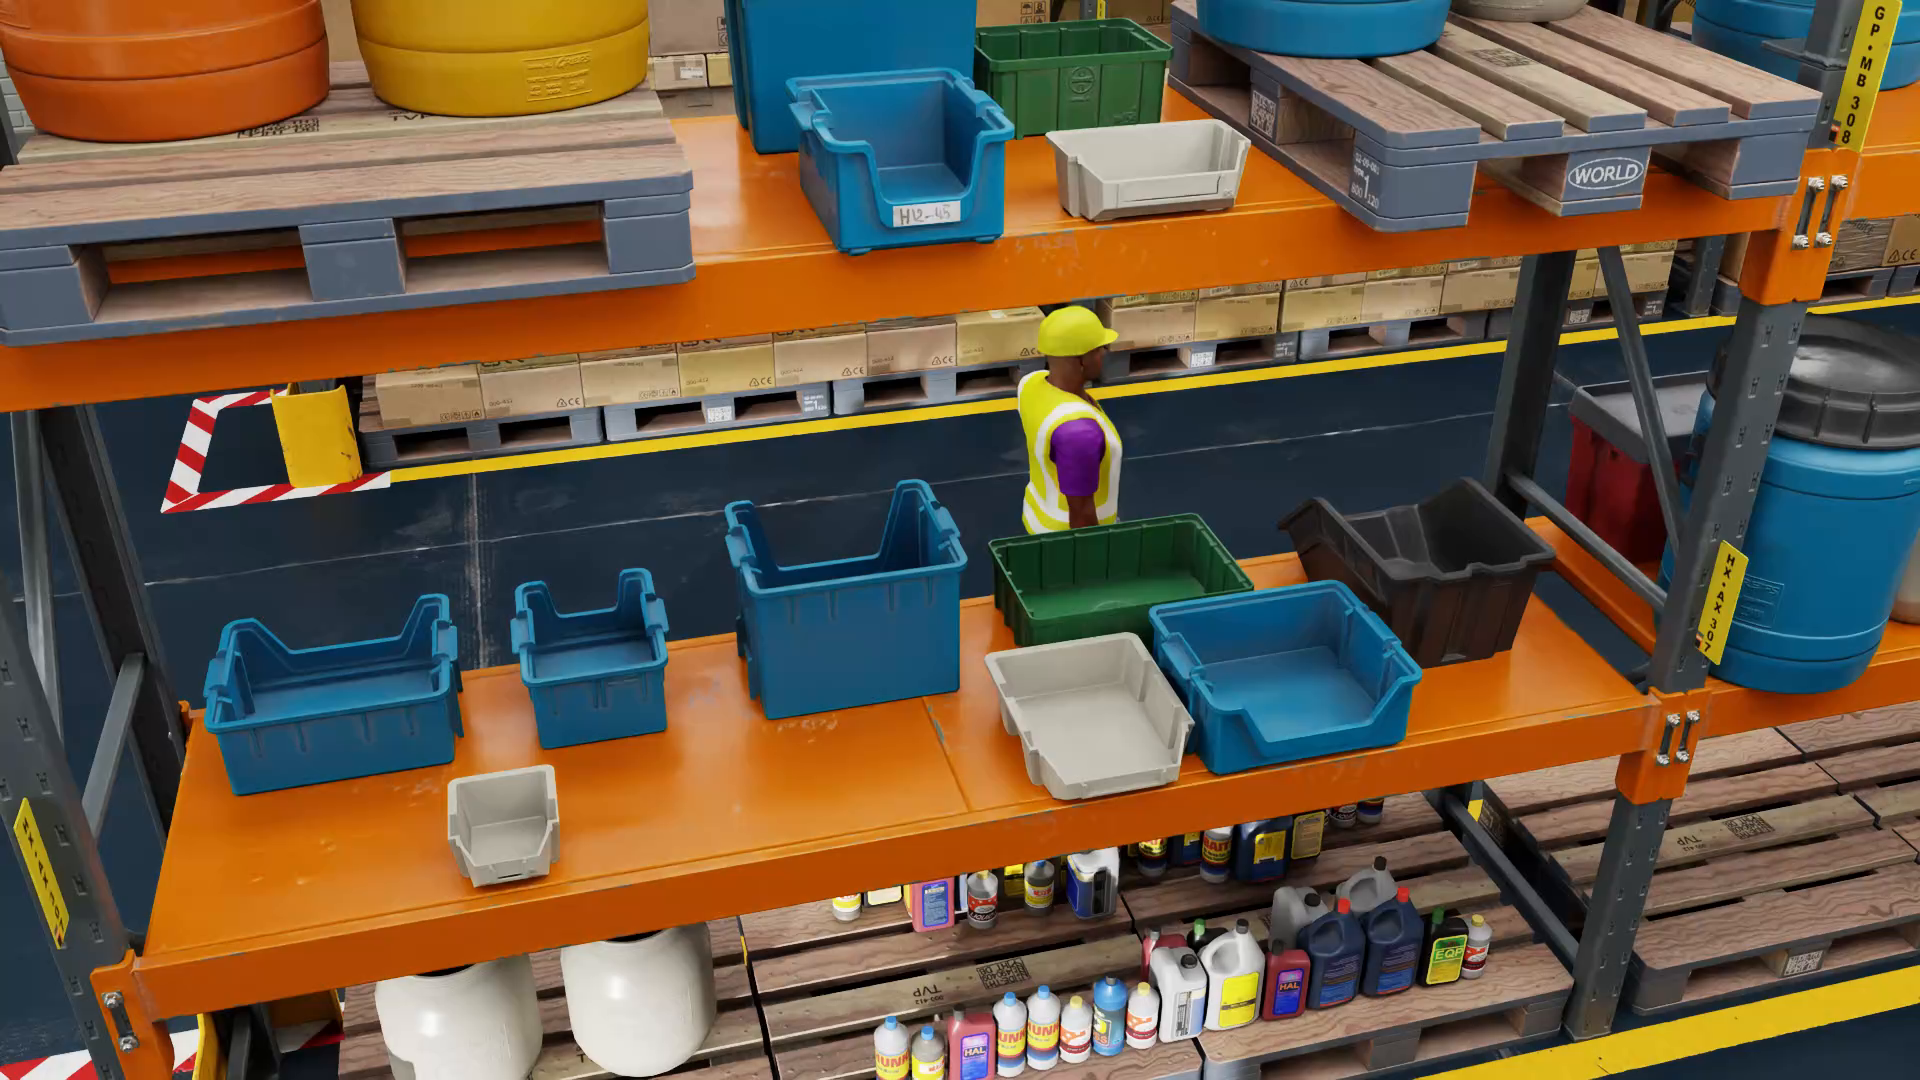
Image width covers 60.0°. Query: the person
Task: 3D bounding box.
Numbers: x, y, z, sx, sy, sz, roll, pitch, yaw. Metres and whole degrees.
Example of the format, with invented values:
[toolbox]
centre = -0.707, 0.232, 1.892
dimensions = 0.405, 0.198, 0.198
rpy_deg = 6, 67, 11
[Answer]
[person]
centre = 0.400, -0.022, 6.163
dimensions = 0.342, 1.782, 0.562
rpy_deg = -7, 31, -12
